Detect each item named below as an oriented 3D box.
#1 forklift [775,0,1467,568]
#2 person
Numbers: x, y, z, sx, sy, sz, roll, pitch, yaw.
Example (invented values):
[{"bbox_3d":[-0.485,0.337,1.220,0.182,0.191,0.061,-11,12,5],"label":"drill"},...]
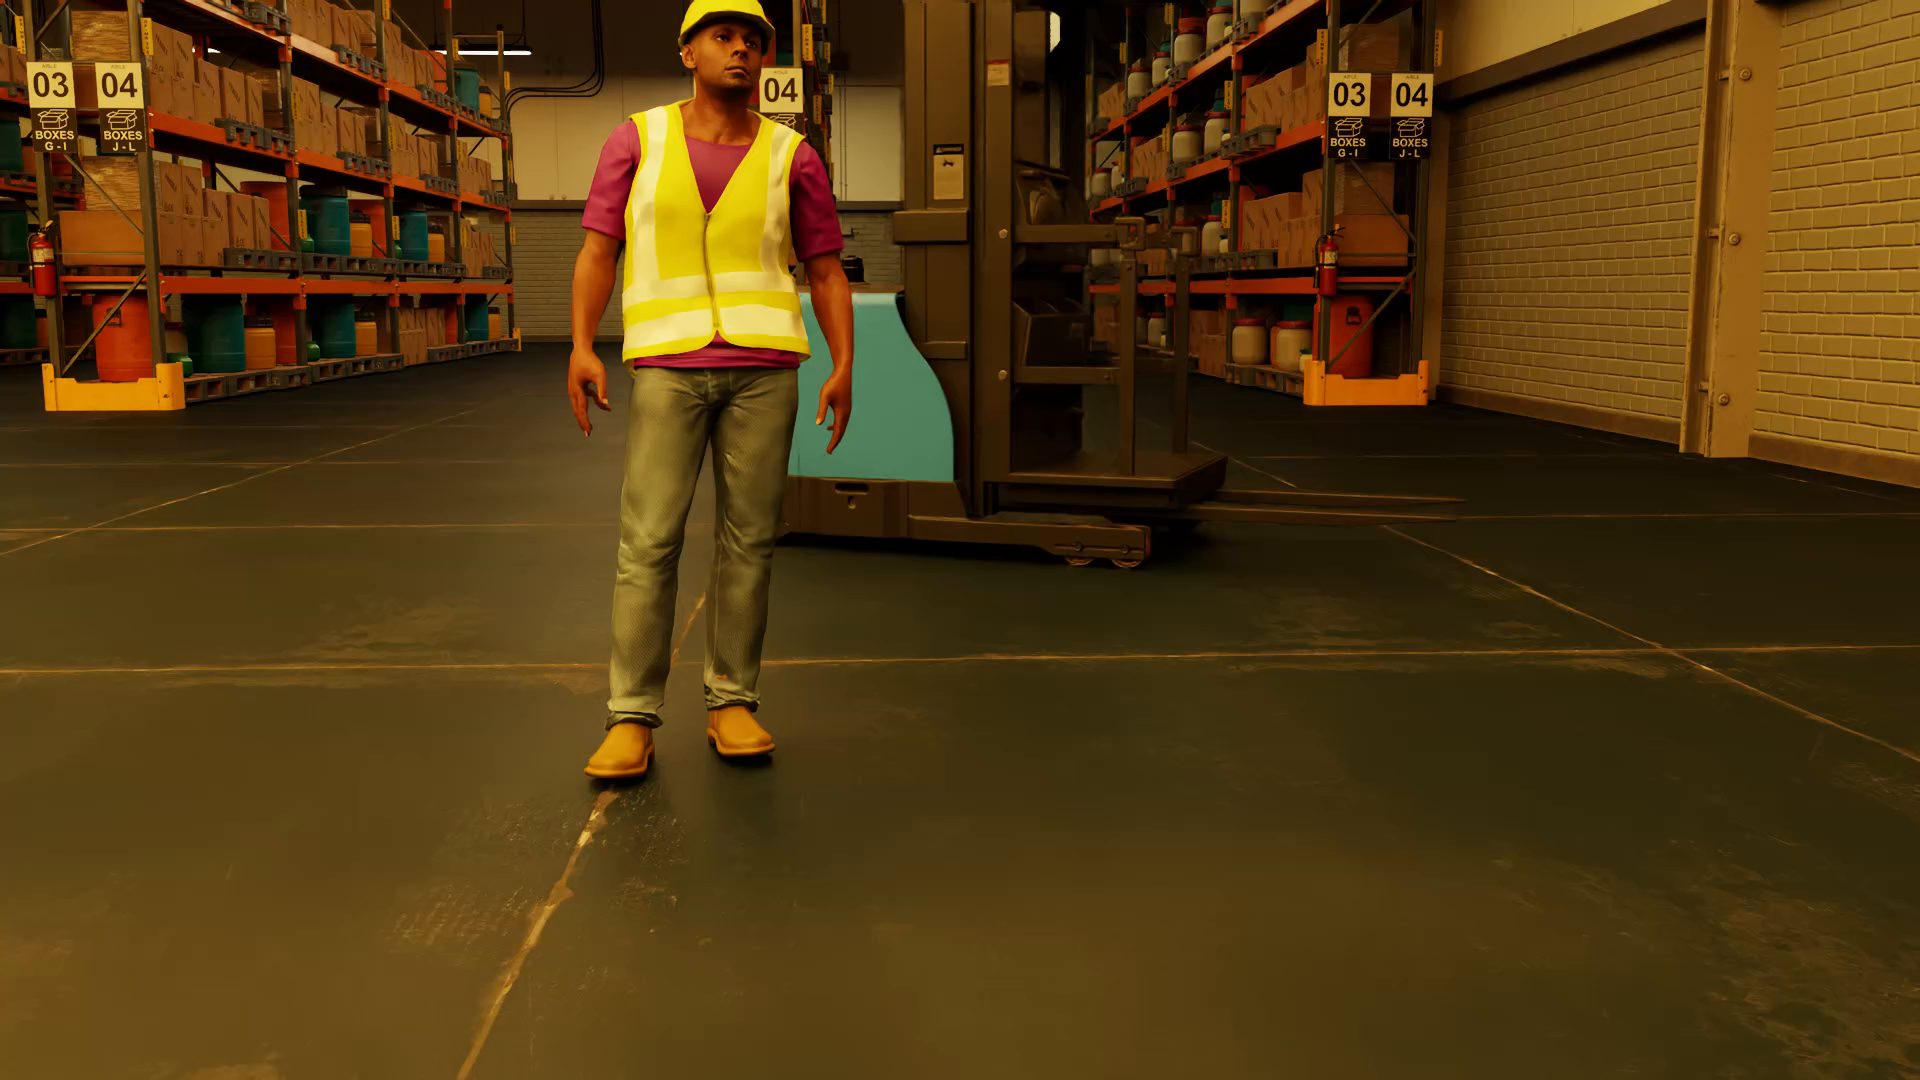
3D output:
[{"bbox_3d":[0.571,-1.426,6.932,3.031,2.935,1.130,3,9,19],"label":"forklift"},{"bbox_3d":[-0.558,-0.381,3.809,0.666,1.765,0.578,-2,9,-12],"label":"person"}]
